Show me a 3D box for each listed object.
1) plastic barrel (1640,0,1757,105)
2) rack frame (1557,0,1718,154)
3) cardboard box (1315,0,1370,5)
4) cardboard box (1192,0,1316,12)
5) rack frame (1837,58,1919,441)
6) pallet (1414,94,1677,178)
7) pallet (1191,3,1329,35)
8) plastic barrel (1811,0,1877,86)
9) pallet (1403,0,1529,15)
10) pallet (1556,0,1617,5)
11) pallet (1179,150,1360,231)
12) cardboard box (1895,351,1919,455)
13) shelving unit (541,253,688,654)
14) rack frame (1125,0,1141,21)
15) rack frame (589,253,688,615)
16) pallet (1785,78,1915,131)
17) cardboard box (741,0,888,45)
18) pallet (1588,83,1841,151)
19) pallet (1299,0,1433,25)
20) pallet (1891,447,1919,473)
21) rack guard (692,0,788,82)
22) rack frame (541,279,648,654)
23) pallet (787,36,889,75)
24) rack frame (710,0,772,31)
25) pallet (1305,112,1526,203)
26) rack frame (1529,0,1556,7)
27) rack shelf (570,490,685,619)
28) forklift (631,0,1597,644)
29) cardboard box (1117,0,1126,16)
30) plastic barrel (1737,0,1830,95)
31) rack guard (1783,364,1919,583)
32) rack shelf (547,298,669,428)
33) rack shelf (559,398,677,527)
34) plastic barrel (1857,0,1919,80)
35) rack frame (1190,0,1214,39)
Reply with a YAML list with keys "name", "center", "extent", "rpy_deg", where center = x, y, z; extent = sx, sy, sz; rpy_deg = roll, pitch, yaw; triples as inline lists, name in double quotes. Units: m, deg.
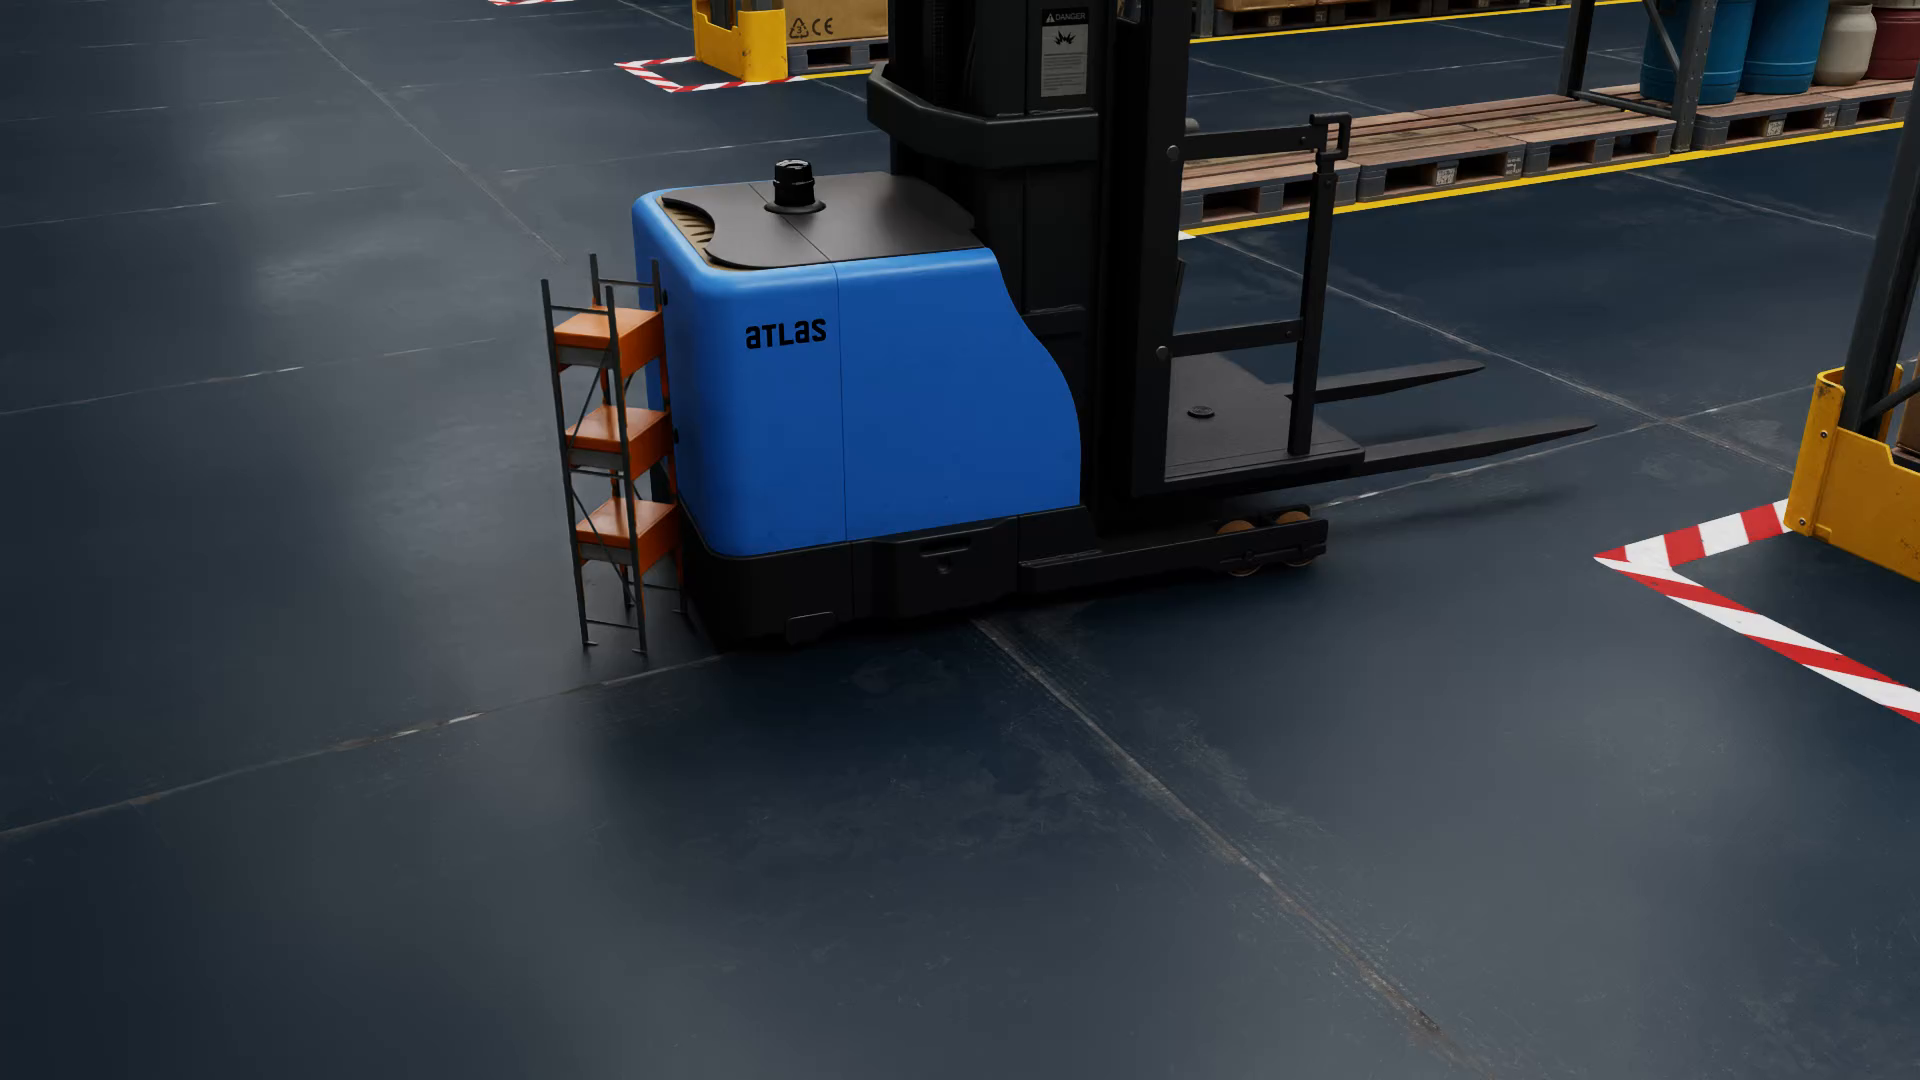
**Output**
- name: "plastic barrel"
  center: [4.678, -3.261, 10.516]
  extent: [0.708, 0.901, 0.600]
  rpy_deg: [-13, 29, -25]
- name: "rack frame"
  center: [4.190, -3.914, 9.936]
  extent: [0.127, 3.000, 1.000]
  rpy_deg: [-13, 29, -25]
- name: "cardboard box"
  center: [3.203, -5.357, 14.912]
  extent: [0.875, 0.875, 1.225]
  rpy_deg: [-14, 29, -27]
- name: "cardboard box"
  center: [2.415, -5.175, 14.532]
  extent: [0.875, 0.875, 1.225]
  rpy_deg: [-13, 29, -25]
- name: "rack frame"
  center: [2.989, -1.207, 4.297]
  extent: [0.127, 3.000, 1.000]
  rpy_deg: [-13, 29, -25]
- name: "pallet"
  center: [3.560, -2.492, 10.197]
  extent: [1.213, 0.211, 1.003]
  rpy_deg: [-13, 29, -25]
- name: "pallet"
  center: [2.505, -4.734, 14.866]
  extent: [1.213, 0.211, 1.003]
  rpy_deg: [-13, 29, -25]
- name: "plastic barrel"
  center: [5.844, -3.311, 11.069]
  extent: [0.421, 0.512, 0.421]
  rpy_deg: [0, 26, 0]
- name: "pallet"
  center: [4.658, -5.231, 15.901]
  extent: [1.213, 0.211, 1.003]
  rpy_deg: [-13, 29, -25]
- name: "pallet"
  center: [6.079, -5.521, 16.506]
  extent: [1.213, 0.211, 1.003]
  rpy_deg: [-13, 29, -25]
- name: "pallet"
  center: [1.407, -1.995, 9.161]
  extent: [1.213, 0.211, 1.003]
  rpy_deg: [-13, 29, -25]
- name: "cardboard box"
  center: [3.352, -0.483, 5.170]
  extent: [0.500, 0.500, 0.500]
  rpy_deg: [-13, 29, -25]
- name: "shelving unit"
  center: [-0.922, -0.222, 4.500]
  extent: [0.215, 1.050, 0.252]
  rpy_deg: [8, 27, 16]
- name: "rack frame"
  center: [0.661, -3.099, 8.239]
  extent: [0.127, 3.000, 1.000]
  rpy_deg: [-13, 29, -25]
- name: "rack frame"
  center: [-0.884, -0.273, 4.604]
  extent: [0.200, 1.050, 0.008]
  rpy_deg: [8, 27, 16]
- name: "pallet"
  center: [5.969, -3.048, 11.355]
  extent: [1.213, 0.211, 1.003]
  rpy_deg: [-13, 29, -25]
- name: "cardboard box"
  center: [-1.143, -4.383, 12.883]
  extent: [0.875, 0.875, 0.875]
  rpy_deg: [-13, 29, -25]
- name: "pallet"
  center: [4.891, -2.798, 10.833]
  extent: [1.213, 0.211, 1.003]
  rpy_deg: [-13, 29, -25]
- name: "pallet"
  center: [3.583, -4.984, 15.387]
  extent: [1.213, 0.211, 1.003]
  rpy_deg: [-13, 29, -25]
- name: "pallet"
  center: [3.759, -0.128, 5.272]
  extent: [1.213, 0.211, 1.003]
  rpy_deg: [-13, 29, -25]
- name: "rack guard"
  center: [-1.691, -3.859, 12.710]
  extent: [0.348, 0.500, 1.175]
  rpy_deg: [-13, 29, -25]
- name: "rack frame"
  center: [-0.960, -0.172, 4.395]
  extent: [0.200, 1.050, 0.008]
  rpy_deg: [8, 27, 16]
- name: "pallet"
  center: [-1.001, -3.926, 13.184]
  extent: [1.213, 0.211, 1.003]
  rpy_deg: [-13, 29, -25]
- name: "rack frame"
  center: [-1.670, -4.991, 12.179]
  extent: [0.127, 3.000, 1.000]
  rpy_deg: [-13, 29, -25]
- name: "pallet"
  center: [2.482, -2.242, 9.675]
  extent: [1.213, 0.211, 1.003]
  rpy_deg: [-13, 29, -25]
- name: "rack frame"
  center: [5.389, -6.620, 15.572]
  extent: [0.127, 3.000, 1.000]
  rpy_deg: [-13, 29, -25]
- name: "rack shelf"
  center: [-0.922, 0.038, 4.625]
  extent: [0.215, 0.259, 0.240]
  rpy_deg: [8, 27, 16]
- name: "forklift"
  center: [0.589, -1.415, 4.811]
  extent: [3.031, 2.935, 1.130]
  rpy_deg: [-9, 27, -18]
- name: "cardboard box"
  center: [1.240, -4.933, 14.028]
  extent: [0.875, 0.875, 0.875]
  rpy_deg: [-13, 29, -25]
- name: "plastic barrel"
  center: [5.303, -3.406, 10.817]
  extent: [0.708, 0.901, 0.600]
  rpy_deg: [-13, 29, -25]
- name: "rack guard"
  center: [3.056, -0.095, 4.871]
  extent: [0.348, 0.500, 1.175]
  rpy_deg: [-13, 29, -25]
- name: "rack shelf"
  center: [-0.923, -0.469, 4.382]
  extent: [0.215, 0.259, 0.240]
  rpy_deg: [8, 27, 16]
- name: "rack shelf"
  center: [-0.922, -0.213, 4.504]
  extent: [0.215, 0.259, 0.240]
  rpy_deg: [8, 27, 16]
- name: "plastic barrel"
  center: [6.300, -3.494, 11.363]
  extent: [0.708, 0.588, 0.600]
  rpy_deg: [-13, 29, -25]
- name: "rack frame"
  center: [1.860, -5.805, 13.876]
  extent: [0.127, 3.000, 1.000]
  rpy_deg: [-13, 29, -25]
